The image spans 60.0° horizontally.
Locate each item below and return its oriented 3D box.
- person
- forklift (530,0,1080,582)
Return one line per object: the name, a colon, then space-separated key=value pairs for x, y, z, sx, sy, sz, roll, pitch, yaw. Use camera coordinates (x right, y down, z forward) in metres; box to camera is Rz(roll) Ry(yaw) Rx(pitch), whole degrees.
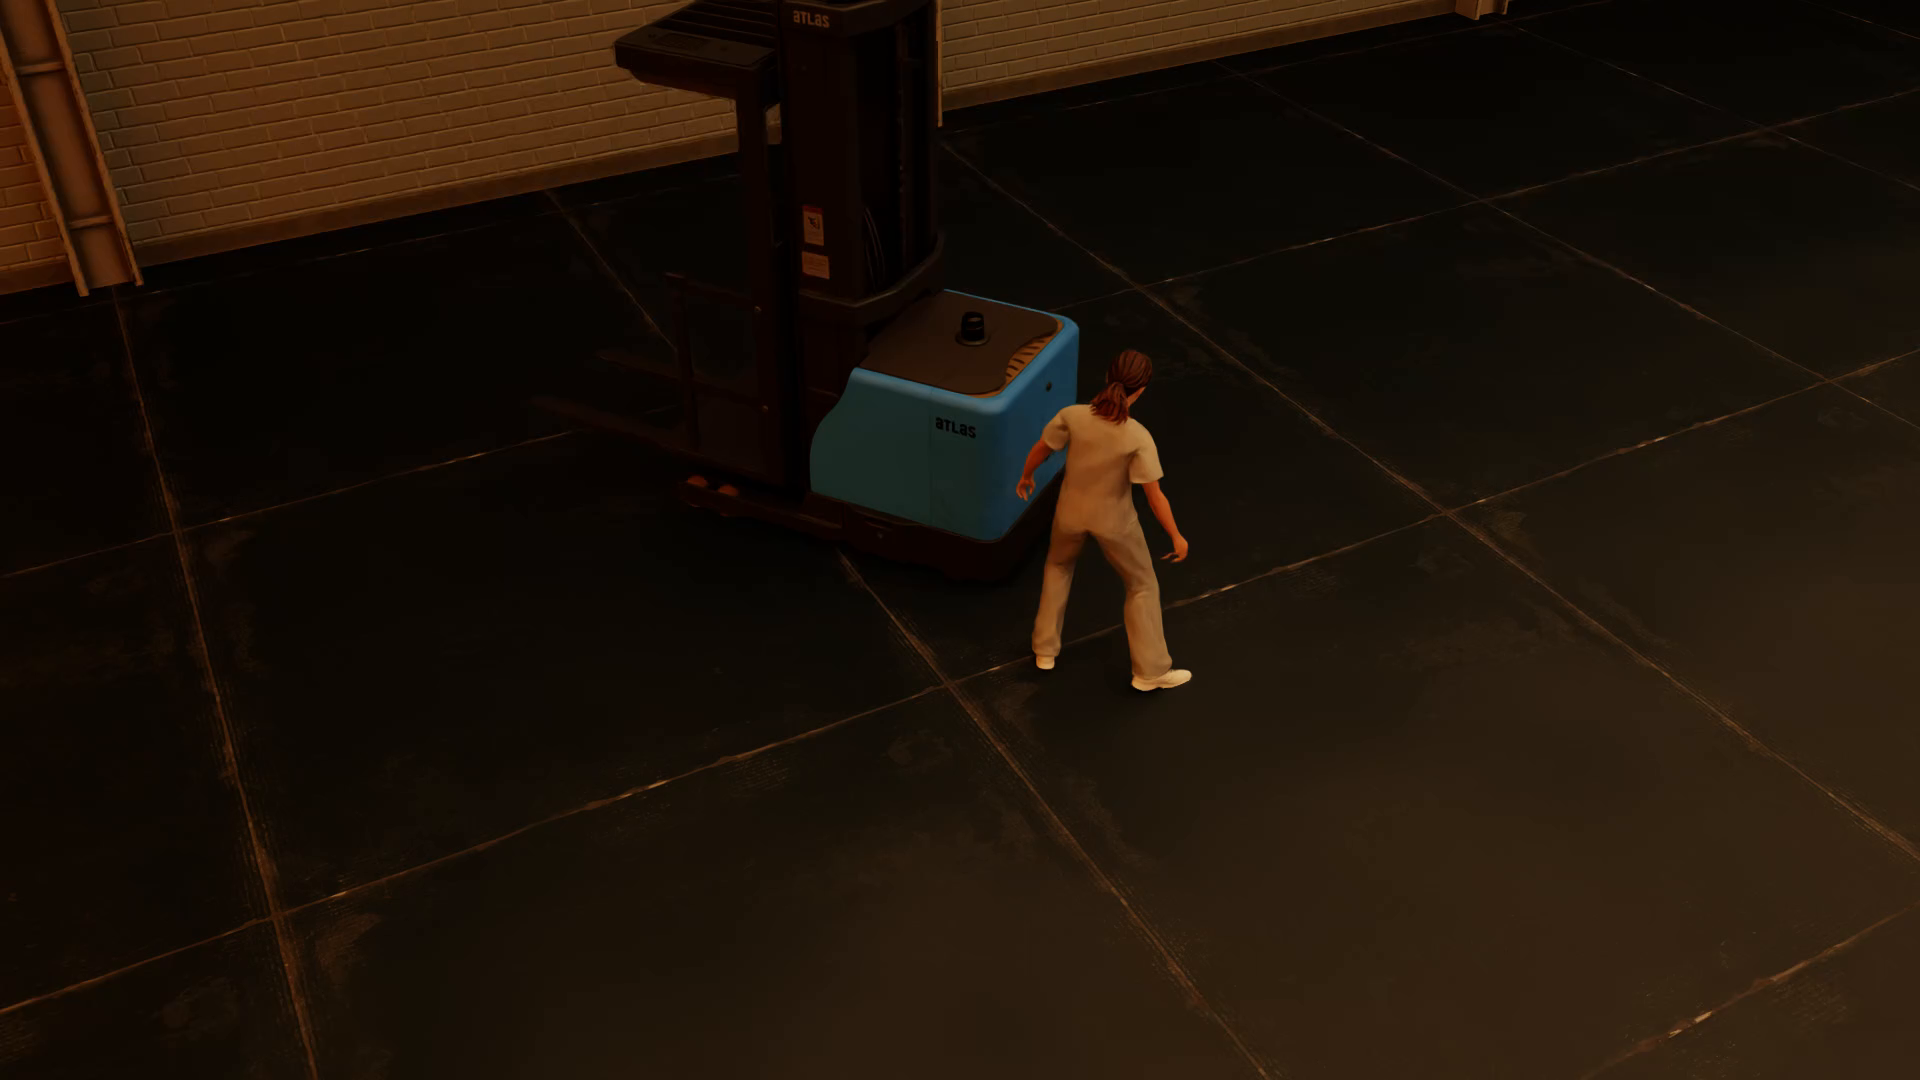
person: x=0.657 y=-0.082 z=7.413 sx=0.885 sy=1.626 sz=0.385 roll=13 pitch=37 yaw=17
forklift: x=-0.932 y=-1.574 z=8.349 sx=3.031 sy=2.935 sz=1.130 roll=16 pitch=38 yaw=22
